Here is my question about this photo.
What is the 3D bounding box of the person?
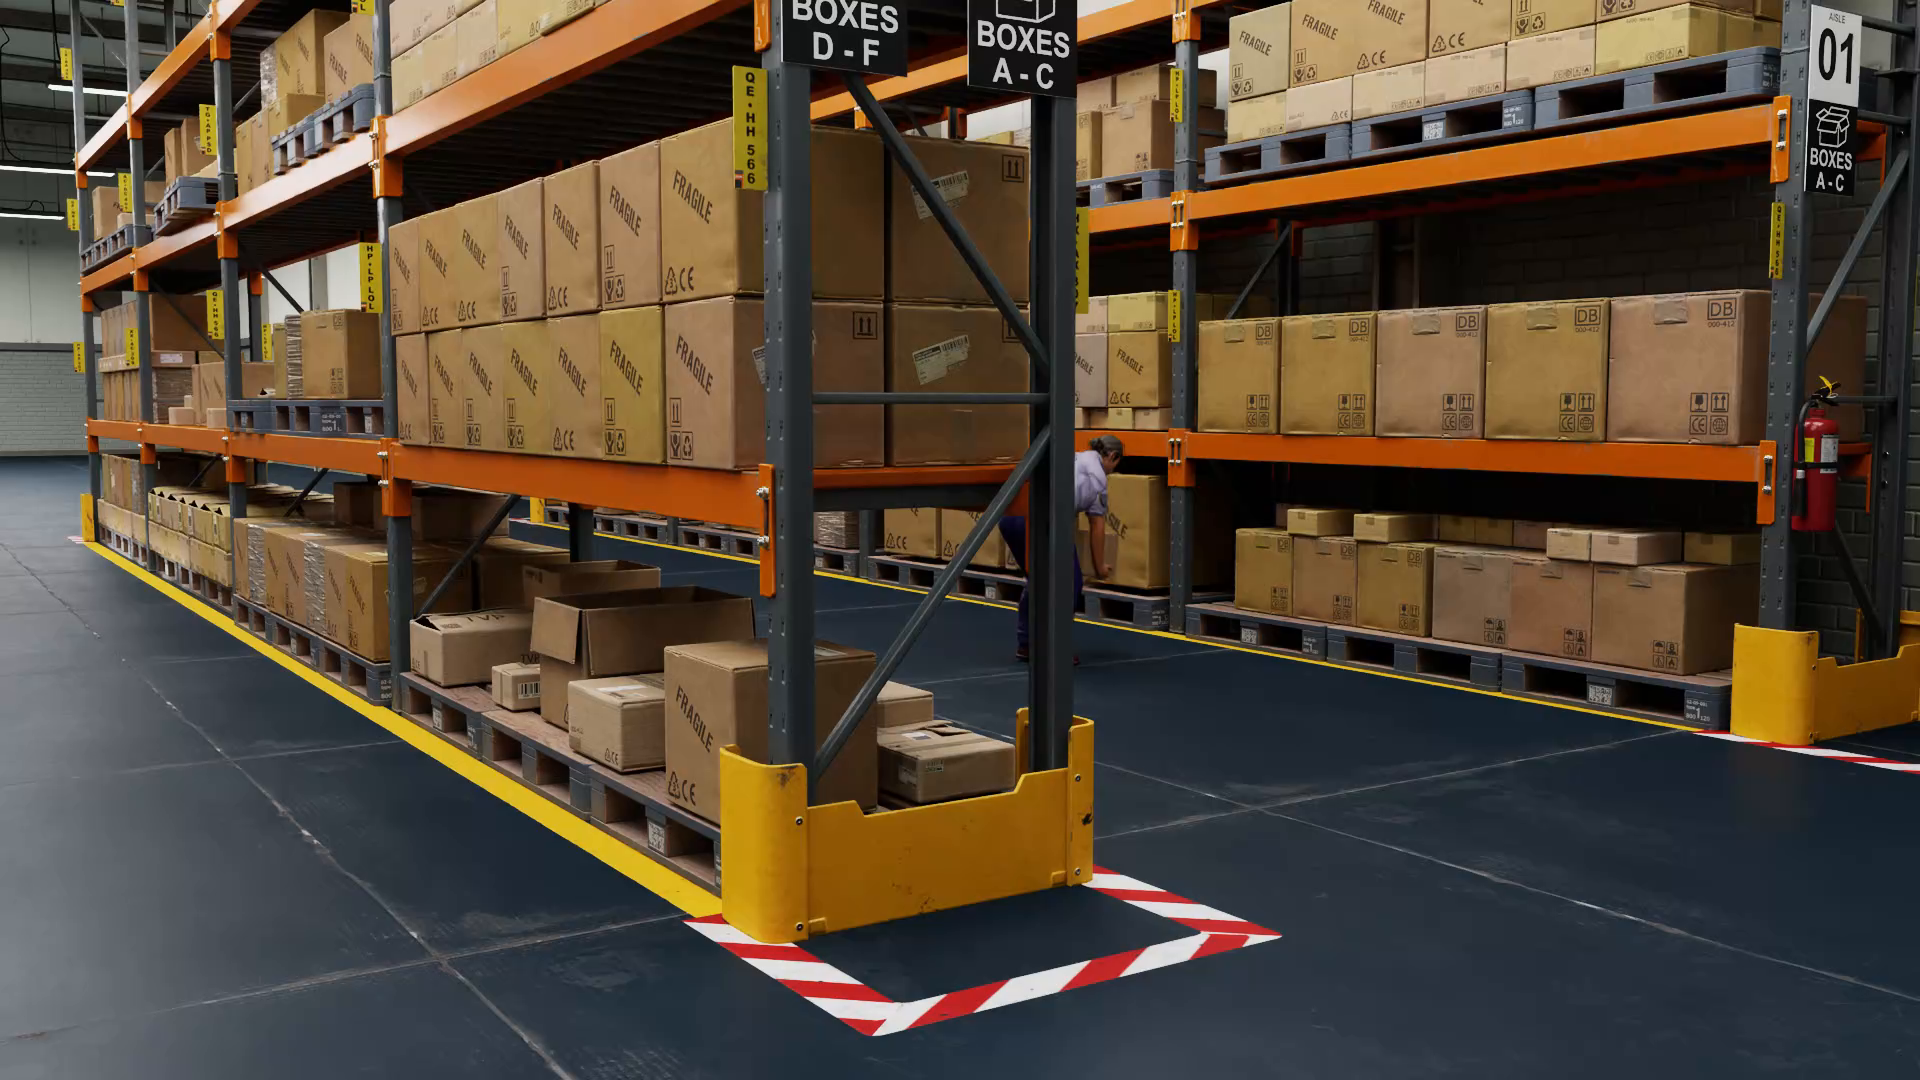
[{"bbox_3d":[0.624,0.049,9.633,0.824,1.316,0.444,-3,6,-35],"label":"person"}]
